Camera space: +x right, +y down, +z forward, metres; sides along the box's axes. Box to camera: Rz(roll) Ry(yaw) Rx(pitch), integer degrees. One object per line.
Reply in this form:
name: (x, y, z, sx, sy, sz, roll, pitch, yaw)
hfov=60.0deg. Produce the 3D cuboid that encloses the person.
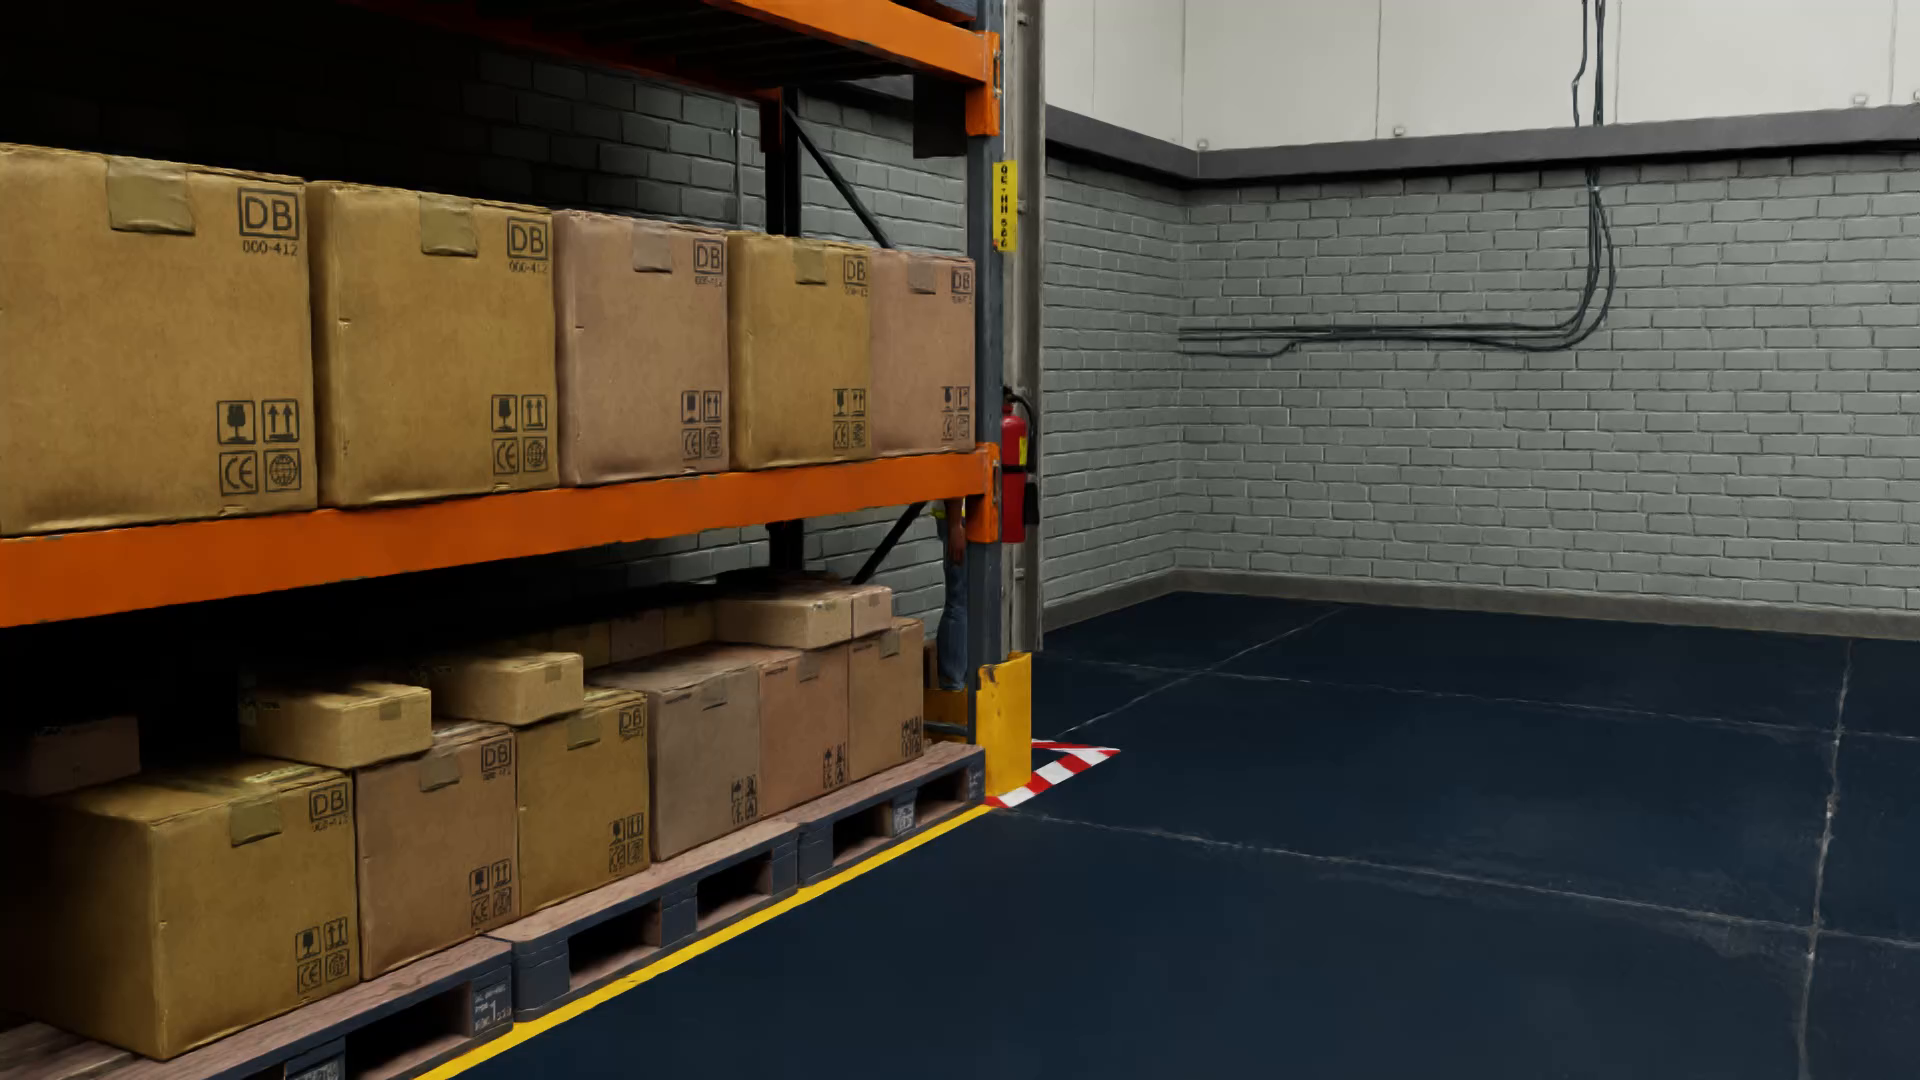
person: (0.050, -0.096, 7.746, 0.373, 1.766, 0.638, 1, 6, 9)
